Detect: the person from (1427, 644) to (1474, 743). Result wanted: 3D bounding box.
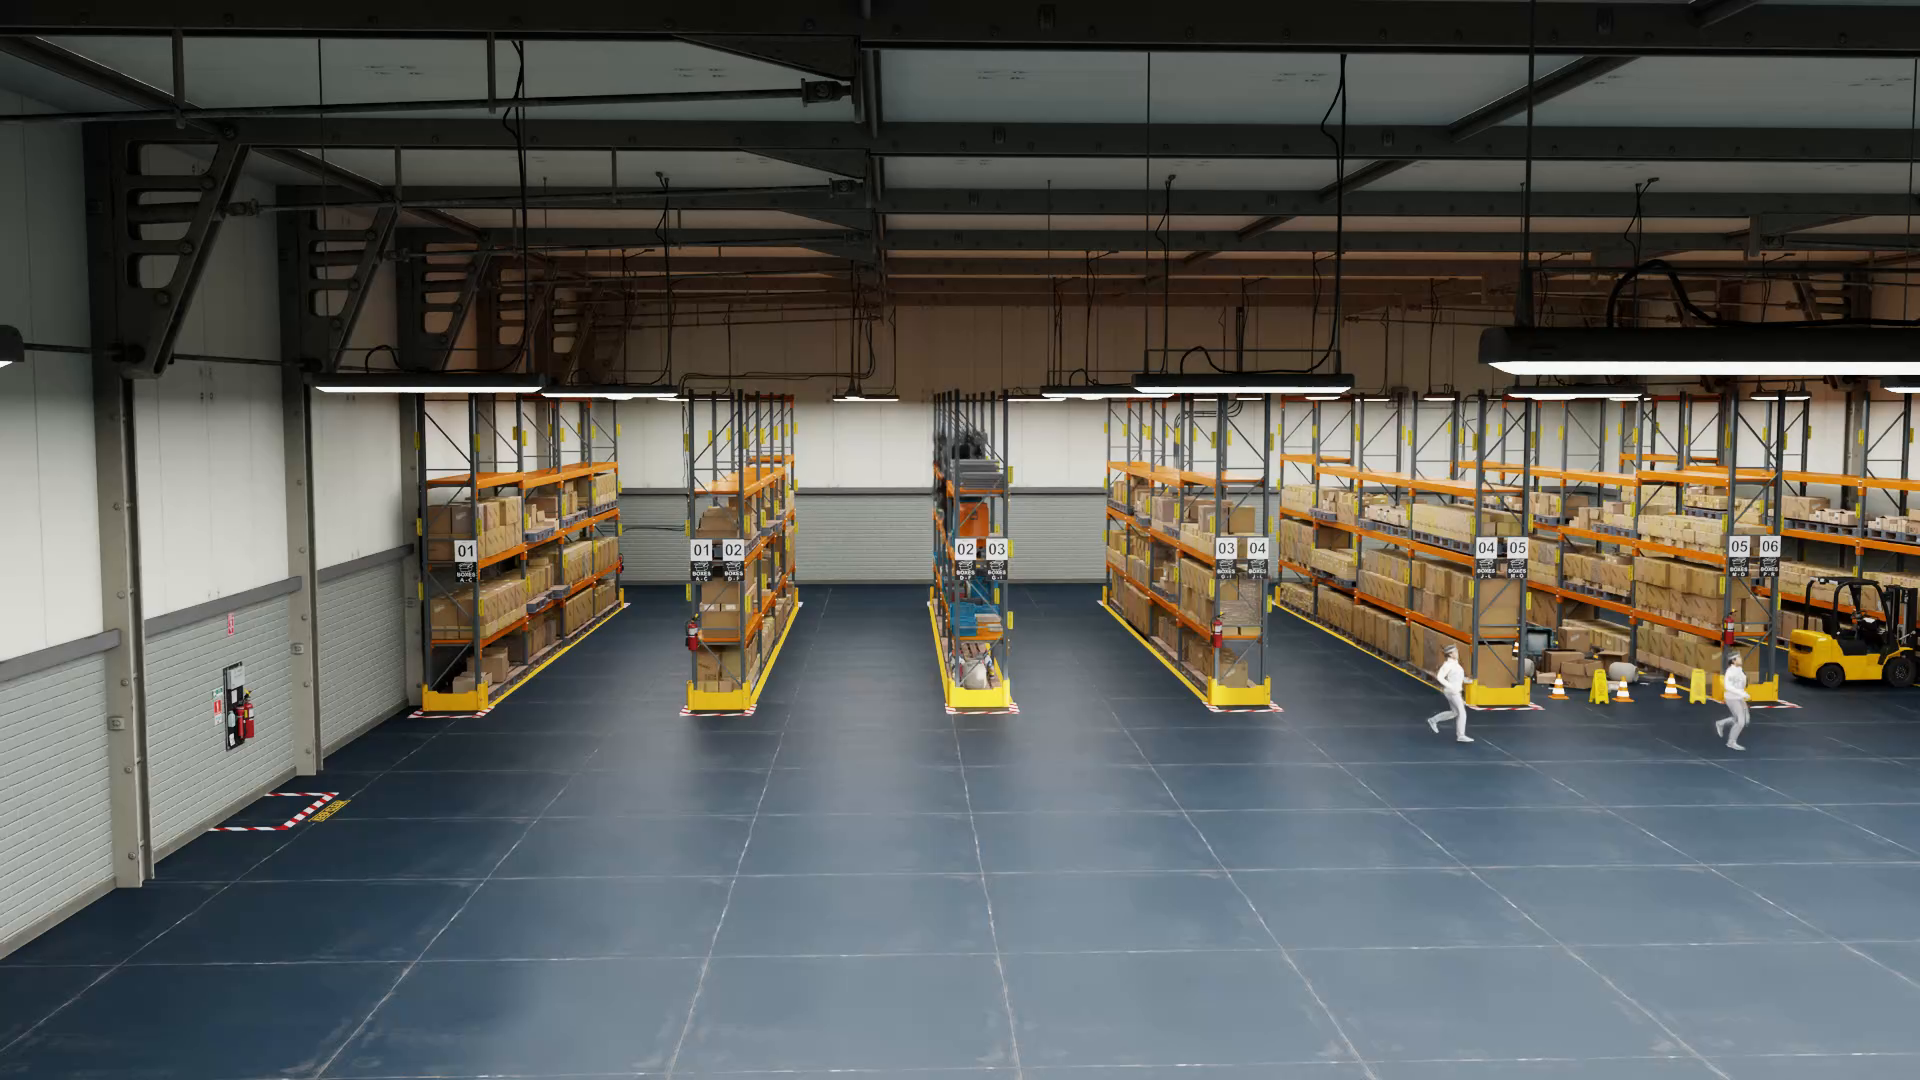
[{"bbox_3d":[8.352,2.582,28.262,0.805,1.665,0.626,3,5,31],"label":"person"}]

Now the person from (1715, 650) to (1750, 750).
[{"bbox_3d":[12.884,2.649,27.700,0.579,1.665,0.652,4,6,40],"label":"person"}]

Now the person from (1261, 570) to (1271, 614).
[{"bbox_3d":[8.005,1.279,44.408,0.552,1.676,0.658,0,5,3],"label":"person"}]
